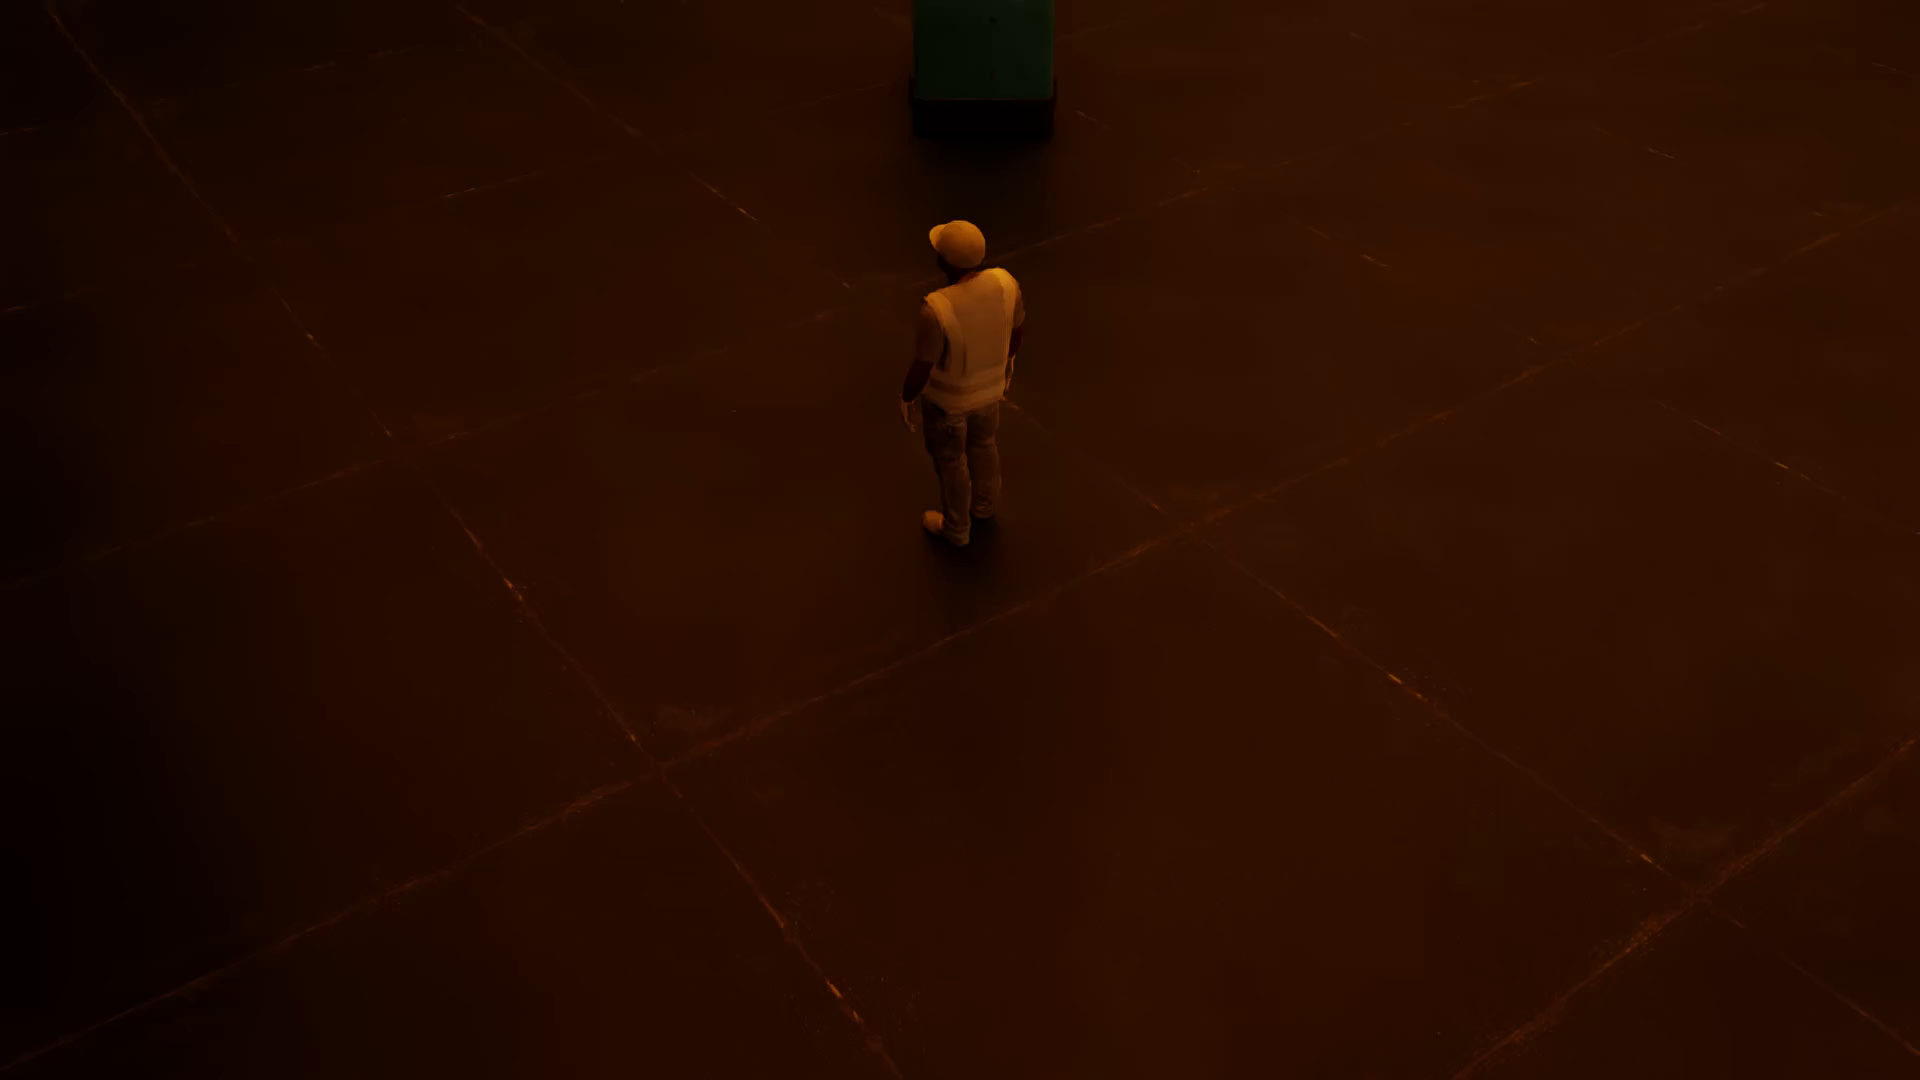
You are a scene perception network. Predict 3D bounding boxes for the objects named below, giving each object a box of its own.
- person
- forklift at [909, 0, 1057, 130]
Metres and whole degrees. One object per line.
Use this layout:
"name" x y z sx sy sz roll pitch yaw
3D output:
"person" -0.035 -0.760 7.927 0.655 1.782 0.576 -23 42 -28
"forklift" 0.188 -5.085 12.822 1.130 2.935 3.031 0 36 0
